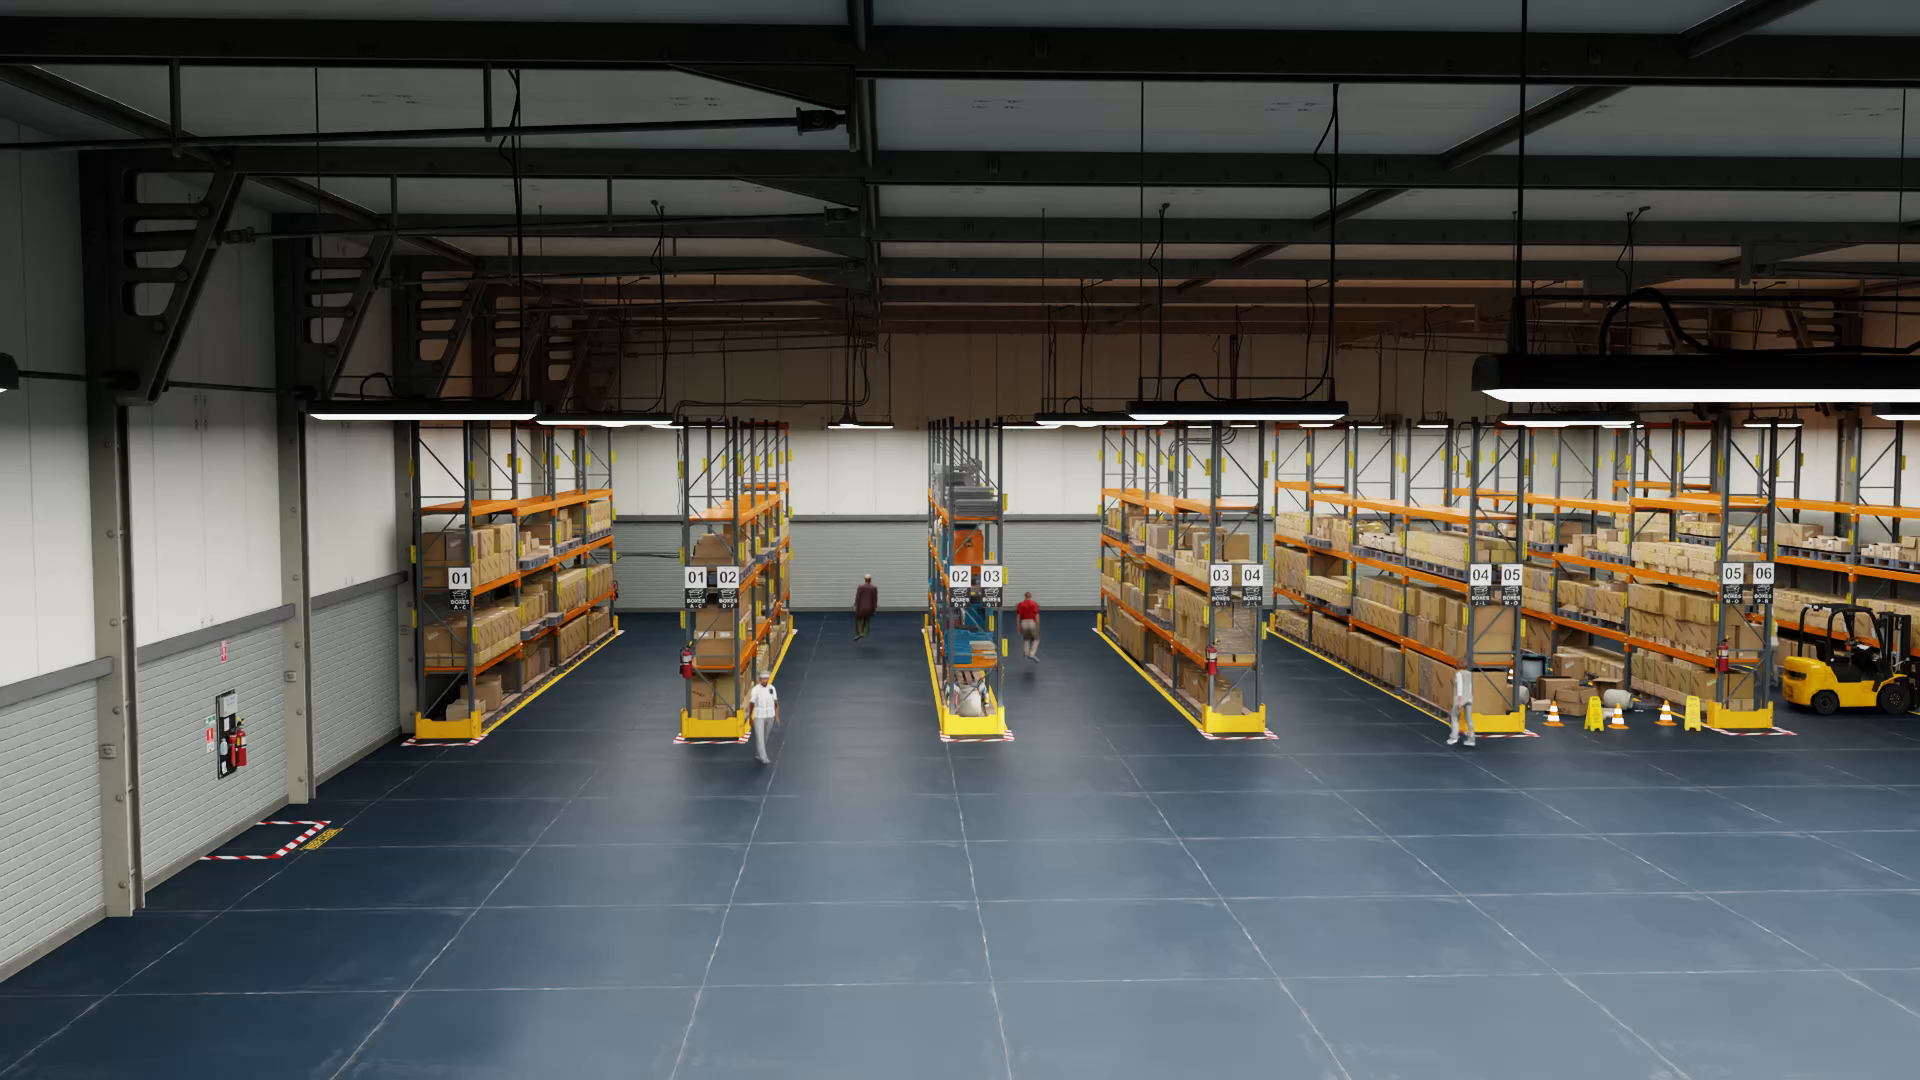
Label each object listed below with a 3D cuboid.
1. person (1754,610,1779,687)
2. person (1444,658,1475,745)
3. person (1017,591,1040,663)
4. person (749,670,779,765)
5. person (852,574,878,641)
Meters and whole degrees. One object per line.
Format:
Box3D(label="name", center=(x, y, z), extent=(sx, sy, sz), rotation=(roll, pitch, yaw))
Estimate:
Box3D(label="person", center=(18.159, 2.429, 37.297), extent=(0.520, 1.813, 0.599), rotation=(-1, 4, -14))
Box3D(label="person", center=(9.193, 2.963, 30.340), extent=(0.430, 1.613, 0.623), rotation=(-2, 4, -24))
Box3D(label="person", center=(1.638, 2.081, 39.837), extent=(0.578, 1.709, 0.466), rotation=(1, 4, 15))
Box3D(label="person", center=(-3.338, 3.030, 28.447), extent=(0.492, 1.621, 1.051), rotation=(-2, 4, -33))
Box3D(label="person", center=(-2.513, 1.783, 43.886), extent=(0.694, 1.764, 0.526), rotation=(-1, 4, -11))
